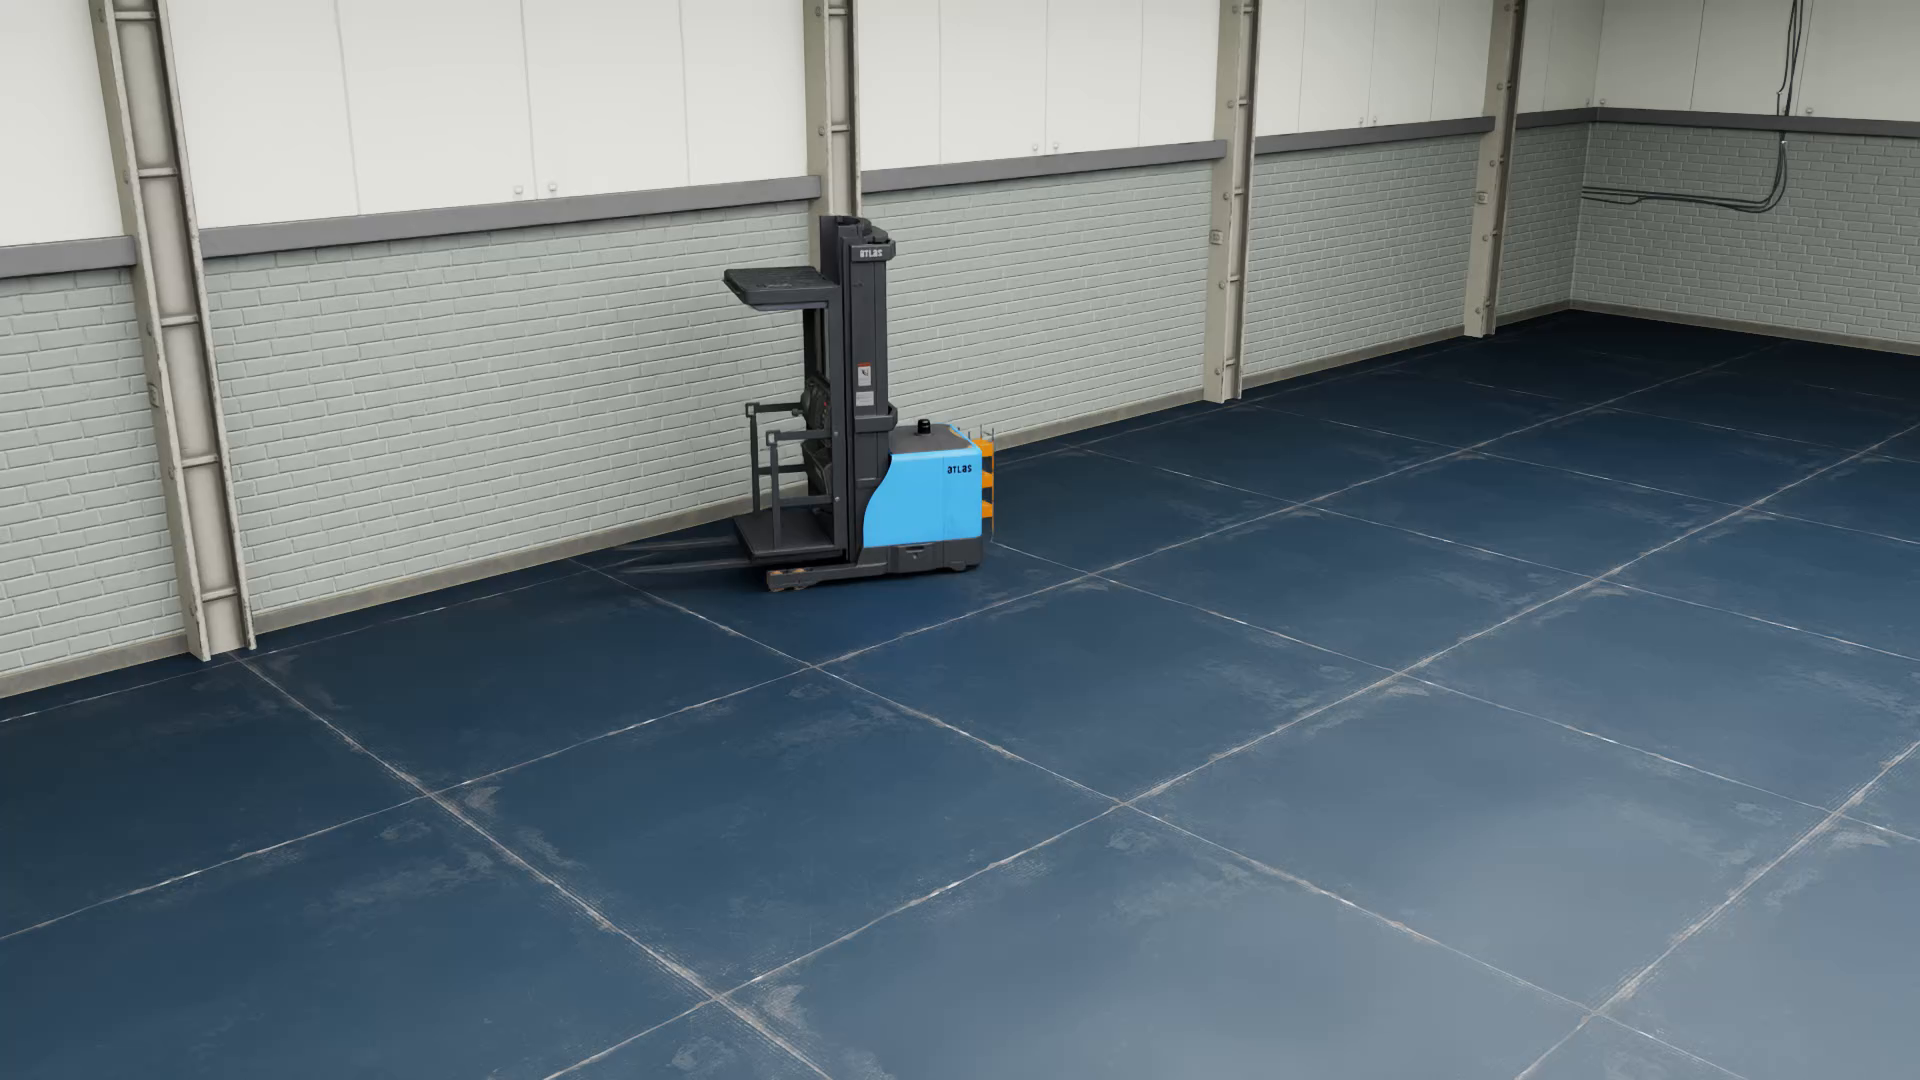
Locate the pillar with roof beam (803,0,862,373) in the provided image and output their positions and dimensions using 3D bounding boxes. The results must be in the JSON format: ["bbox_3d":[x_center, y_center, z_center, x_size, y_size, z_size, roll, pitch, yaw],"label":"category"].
[{"bbox_3d":[1.790,-3.770,12.021,0.400,9.000,9.100,-16,24,-41],"label":"pillar with roof beam"}]

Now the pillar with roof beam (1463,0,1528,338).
[{"bbox_3d":[10.510,-6.312,19.863,0.400,9.000,9.100,-16,24,-41],"label":"pillar with roof beam"}]

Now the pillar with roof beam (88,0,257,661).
[{"bbox_3d":[-2.569,-2.498,8.100,0.400,9.000,9.100,-16,24,-41],"label":"pillar with roof beam"}]

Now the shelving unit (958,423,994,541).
[{"bbox_3d":[0.138,-0.494,14.805,0.252,1.050,0.215,-11,21,-30],"label":"shelving unit"}]

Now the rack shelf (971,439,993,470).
[{"bbox_3d":[0.138,-0.754,14.721,0.240,0.259,0.215,-11,21,-30],"label":"rack shelf"}]

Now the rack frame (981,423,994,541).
[{"bbox_3d":[0.242,-0.513,14.865,0.008,1.050,0.200,-11,21,-30],"label":"rack frame"}]

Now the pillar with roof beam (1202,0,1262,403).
[{"bbox_3d":[6.150,-5.041,15.942,0.400,9.000,9.100,-16,24,-41],"label":"pillar with roof beam"}]

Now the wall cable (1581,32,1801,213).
[{"bbox_3d":[10.601,-6.128,24.329,0.112,2.526,3.097,-16,24,-41],"label":"wall cable"}]

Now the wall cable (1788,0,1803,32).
[{"bbox_3d":[12.460,-7.924,21.681,0.112,2.526,3.097,-16,24,-41],"label":"wall cable"}]

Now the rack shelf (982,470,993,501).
[{"bbox_3d":[0.138,-0.484,14.808,0.240,0.259,0.215,-11,21,-30],"label":"rack shelf"}]

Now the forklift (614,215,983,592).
[{"bbox_3d":[-1.378,-1.150,13.778,3.031,2.935,1.130,-5,19,-16],"label":"forklift"}]

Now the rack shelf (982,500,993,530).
[{"bbox_3d":[0.138,-0.219,14.894,0.240,0.259,0.215,-11,21,-30],"label":"rack shelf"}]

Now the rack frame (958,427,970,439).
[{"bbox_3d":[0.034,-0.474,14.745,0.008,1.050,0.200,-11,21,-30],"label":"rack frame"}]
